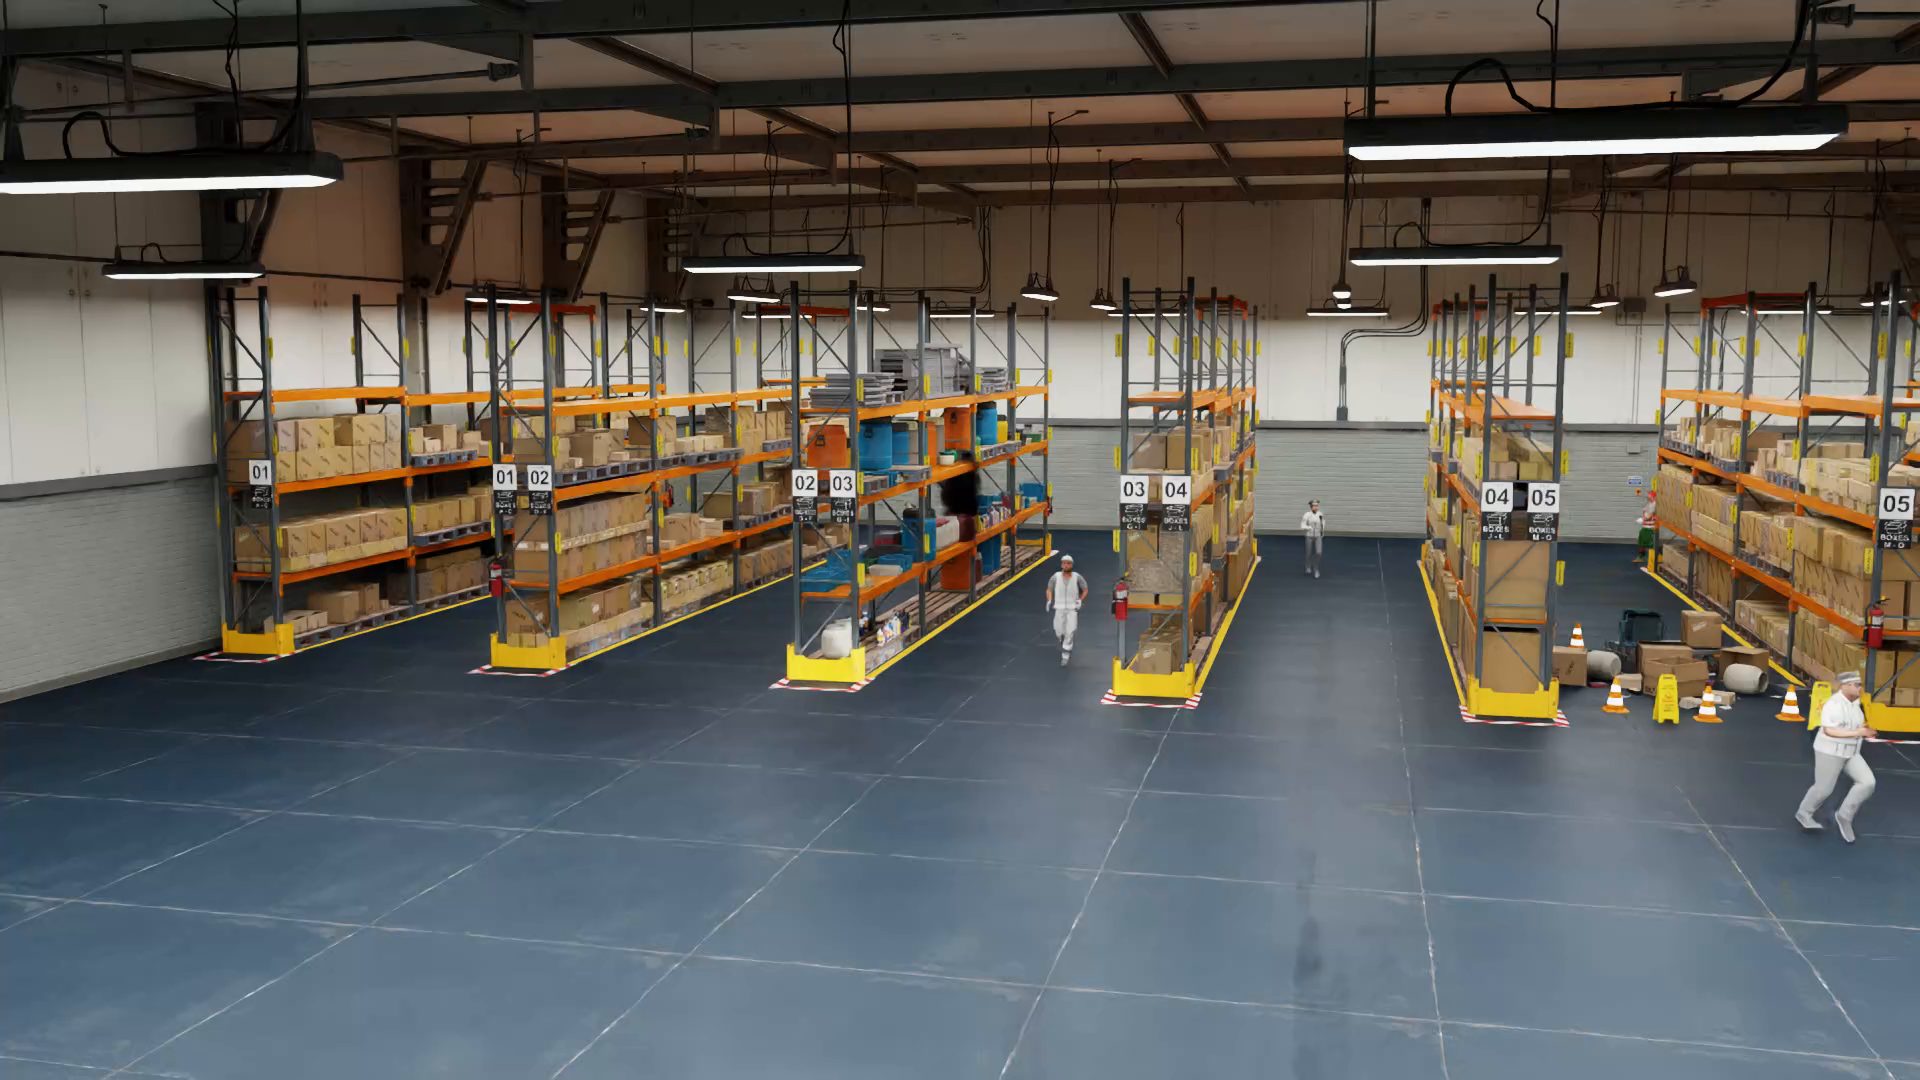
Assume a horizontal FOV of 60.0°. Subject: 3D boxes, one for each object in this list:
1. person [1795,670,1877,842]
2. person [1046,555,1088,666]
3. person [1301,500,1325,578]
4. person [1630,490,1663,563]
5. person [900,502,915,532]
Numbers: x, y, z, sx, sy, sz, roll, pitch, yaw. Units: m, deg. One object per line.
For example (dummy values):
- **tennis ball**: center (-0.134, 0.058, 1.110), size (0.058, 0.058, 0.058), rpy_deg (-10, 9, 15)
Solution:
- **person**: center (8.991, 2.186, 17.016), size (0.690, 1.796, 0.846), rpy_deg (-4, 7, -29)
- **person**: center (1.712, 1.107, 26.554), size (0.670, 1.752, 0.603), rpy_deg (1, 7, 7)
- **person**: center (7.794, -0.037, 36.693), size (0.553, 1.733, 0.794), rpy_deg (1, 7, 4)
- **person**: center (16.020, -0.299, 38.637), size (0.809, 1.767, 0.713), rpy_deg (4, 8, 32)
- **person**: center (-1.070, 0.022, 36.218), size (0.584, 1.702, 1.094), rpy_deg (2, 7, 14)
